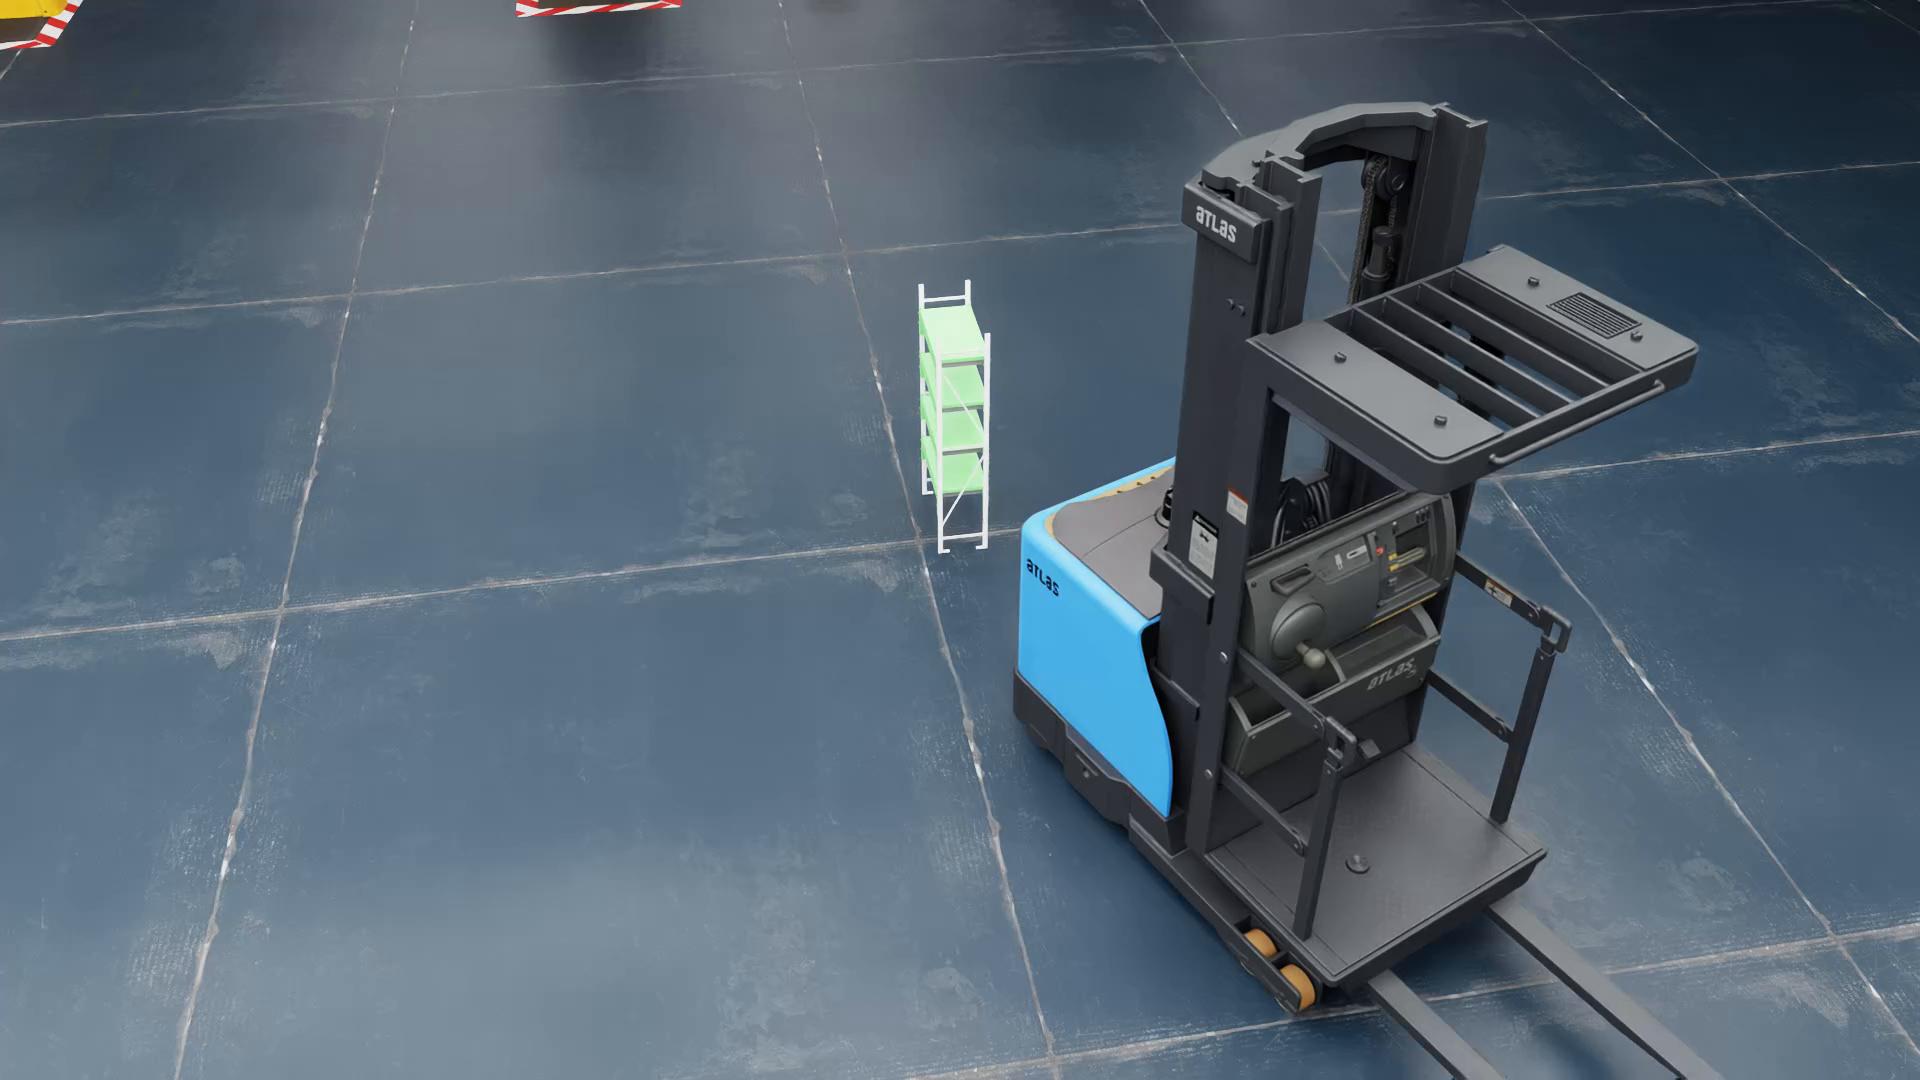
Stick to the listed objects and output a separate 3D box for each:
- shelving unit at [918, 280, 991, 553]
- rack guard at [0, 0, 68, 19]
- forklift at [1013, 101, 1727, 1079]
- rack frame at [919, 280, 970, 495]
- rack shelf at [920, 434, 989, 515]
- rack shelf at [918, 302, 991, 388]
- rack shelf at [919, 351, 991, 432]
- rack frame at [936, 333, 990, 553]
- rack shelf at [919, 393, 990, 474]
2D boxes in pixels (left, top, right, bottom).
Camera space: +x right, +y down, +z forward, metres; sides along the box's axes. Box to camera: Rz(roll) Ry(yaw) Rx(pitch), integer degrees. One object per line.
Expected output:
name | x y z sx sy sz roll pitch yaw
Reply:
shelving unit | -0.029 -0.574 7.911 0.258 1.200 0.503 -6 38 -8
rack guard | -8.032 -4.561 13.613 1.175 0.500 0.348 -6 38 -8
forklift | 1.455 0.199 5.504 1.130 2.935 3.031 -22 43 -26
rack frame | -0.072 -0.721 8.100 0.240 1.200 0.015 -6 38 -8
rack shelf | -0.029 -0.334 8.097 0.258 0.148 0.480 -6 38 -8
rack shelf | -0.029 -0.902 7.655 0.258 0.148 0.480 -6 38 -8
rack shelf | -0.029 -0.713 7.802 0.258 0.148 0.480 -6 38 -8
rack frame | 0.014 -0.426 7.721 0.240 1.200 0.015 -6 38 -8
rack shelf | -0.029 -0.523 7.950 0.258 0.148 0.480 -6 38 -8
